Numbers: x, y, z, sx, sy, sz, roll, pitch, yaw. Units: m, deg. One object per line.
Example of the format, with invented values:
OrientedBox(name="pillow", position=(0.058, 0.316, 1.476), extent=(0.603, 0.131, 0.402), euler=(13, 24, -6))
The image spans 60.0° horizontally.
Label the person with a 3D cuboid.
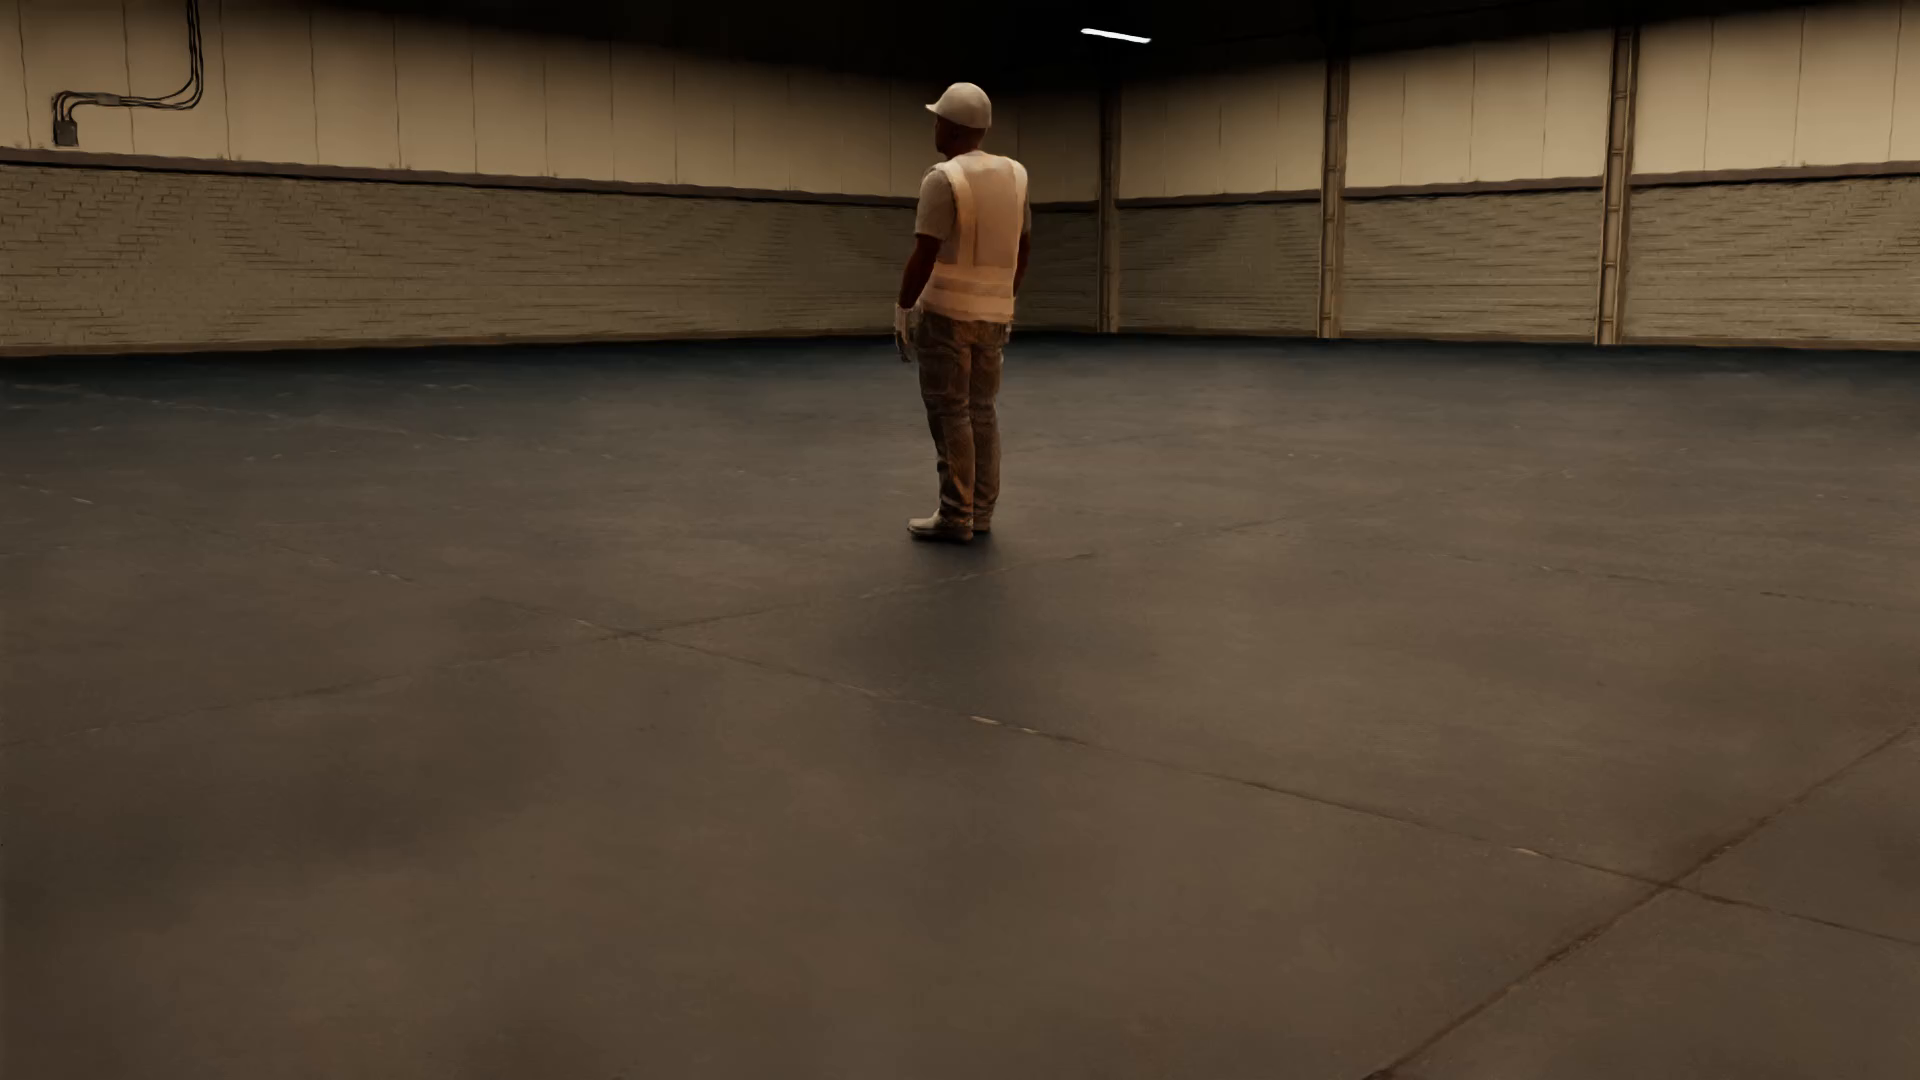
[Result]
OrientedBox(name="person", position=(-0.046, -0.897, 6.639), extent=(0.576, 1.782, 0.655), euler=(8, 12, 43))
